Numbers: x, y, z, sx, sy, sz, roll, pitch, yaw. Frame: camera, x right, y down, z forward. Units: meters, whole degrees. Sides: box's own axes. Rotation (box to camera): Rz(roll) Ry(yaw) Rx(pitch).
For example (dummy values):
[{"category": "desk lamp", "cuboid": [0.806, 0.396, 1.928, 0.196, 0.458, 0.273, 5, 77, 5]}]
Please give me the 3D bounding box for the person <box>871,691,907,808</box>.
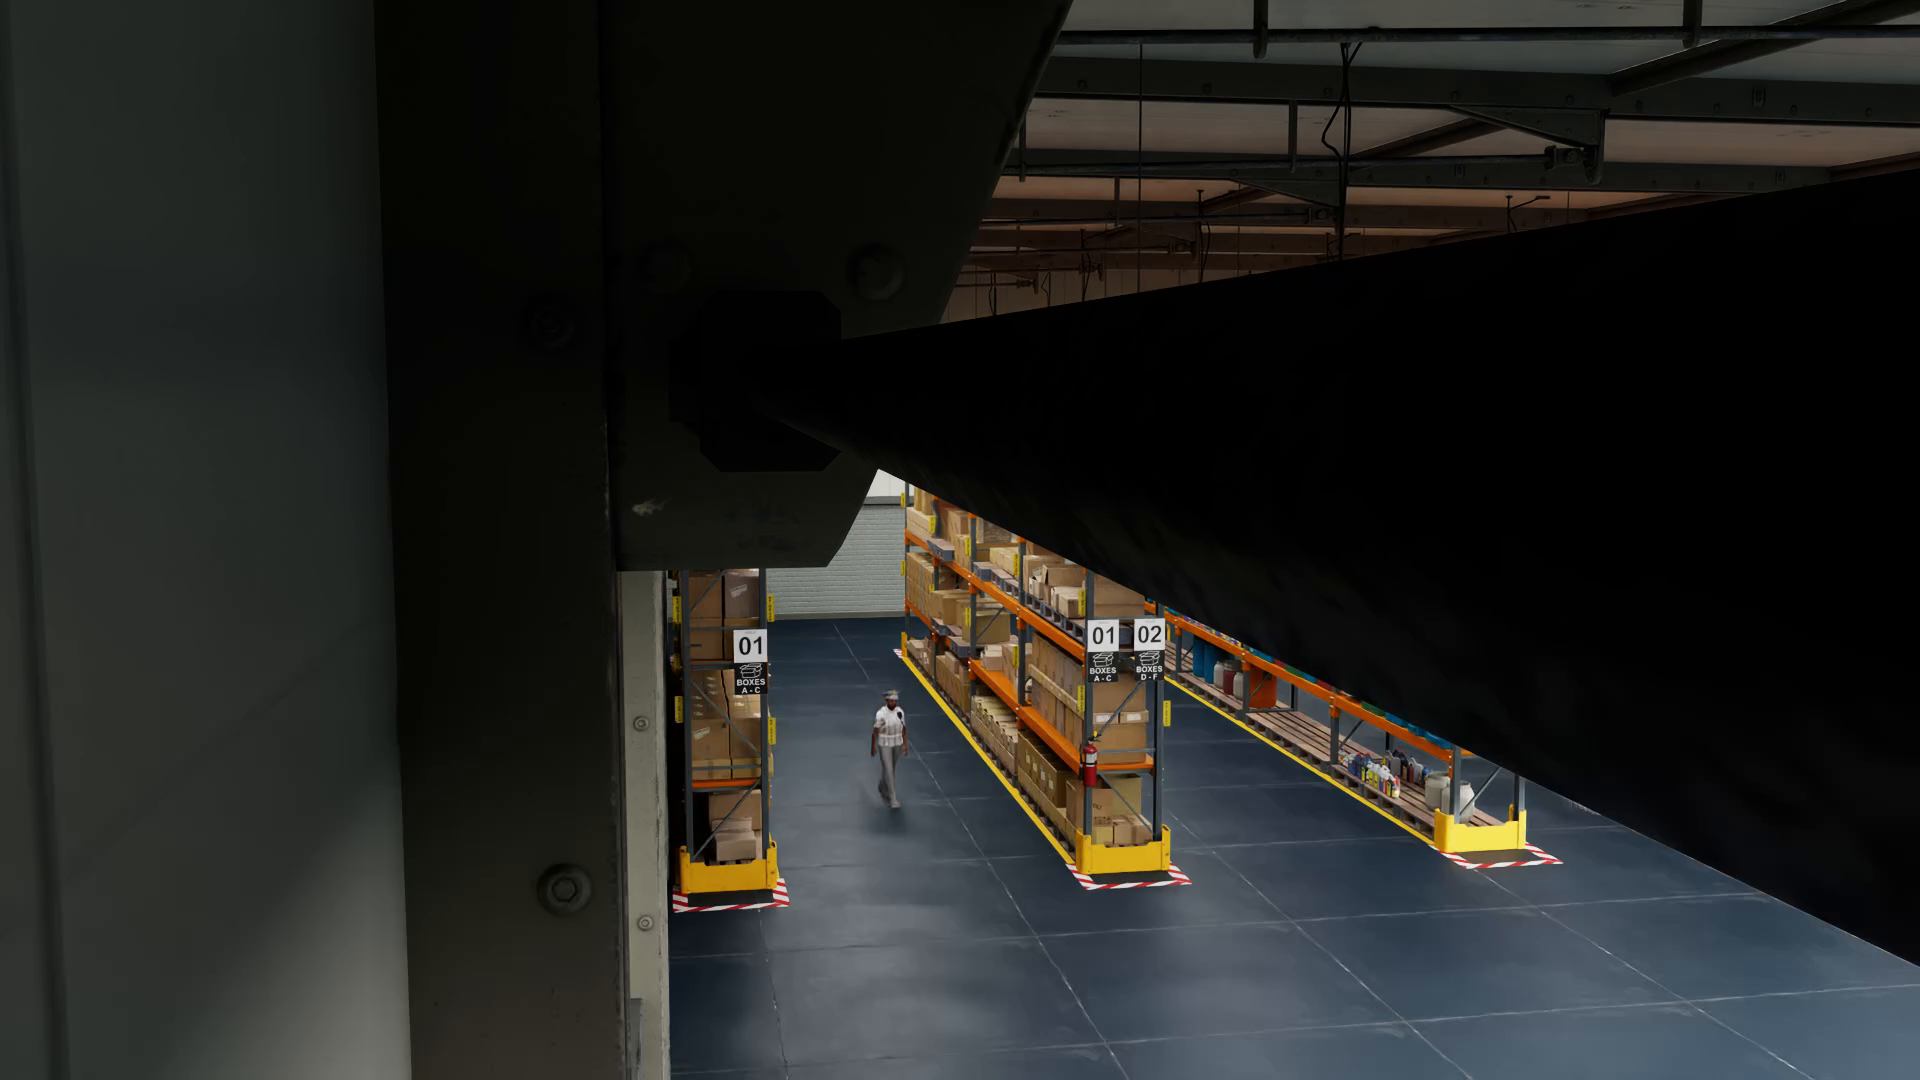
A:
[{"category": "person", "cuboid": [-0.998, 2.989, 24.183, 0.495, 1.632, 0.940, -4, 7, -36]}]
